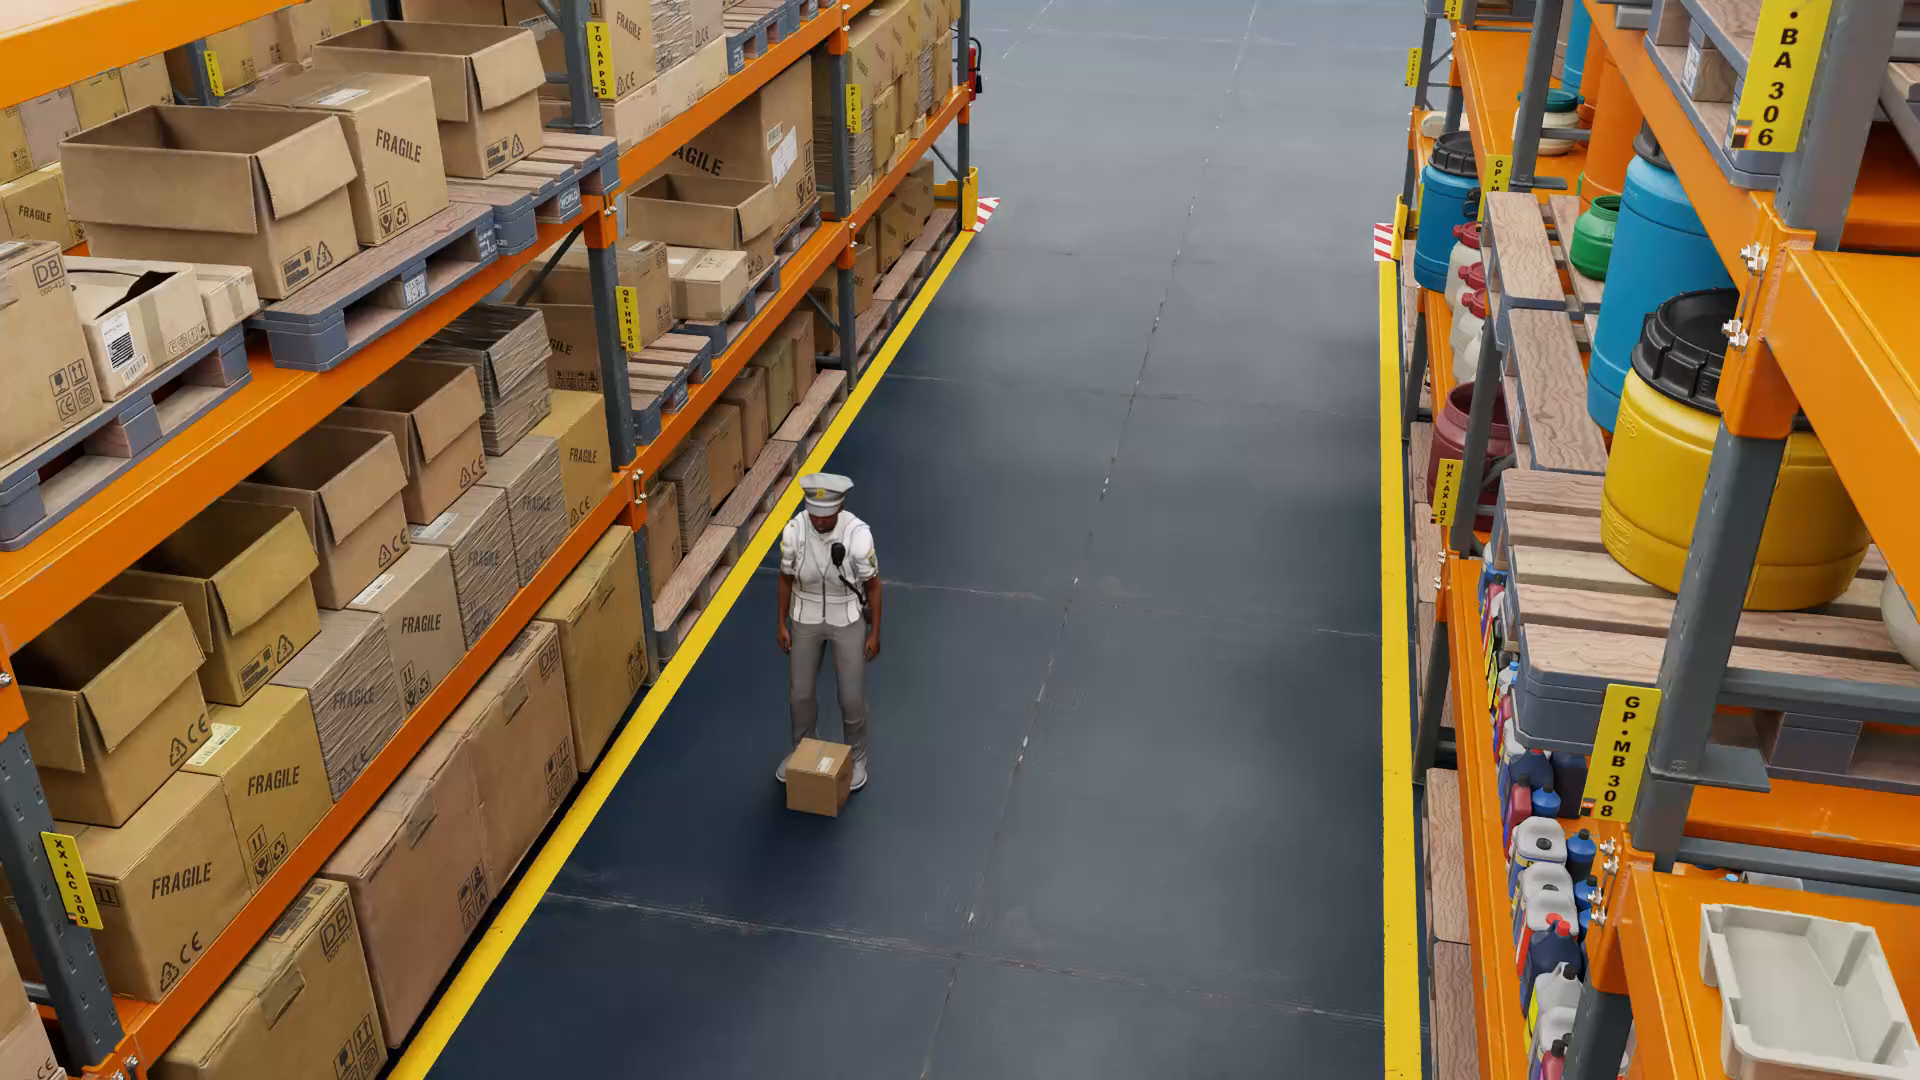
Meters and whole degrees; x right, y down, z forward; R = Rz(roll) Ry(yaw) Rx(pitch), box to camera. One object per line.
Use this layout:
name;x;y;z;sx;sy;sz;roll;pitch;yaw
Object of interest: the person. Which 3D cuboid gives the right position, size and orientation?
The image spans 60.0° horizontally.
person;-0.630;0.412;7.864;0.532;1.664;0.391;4;29;8
